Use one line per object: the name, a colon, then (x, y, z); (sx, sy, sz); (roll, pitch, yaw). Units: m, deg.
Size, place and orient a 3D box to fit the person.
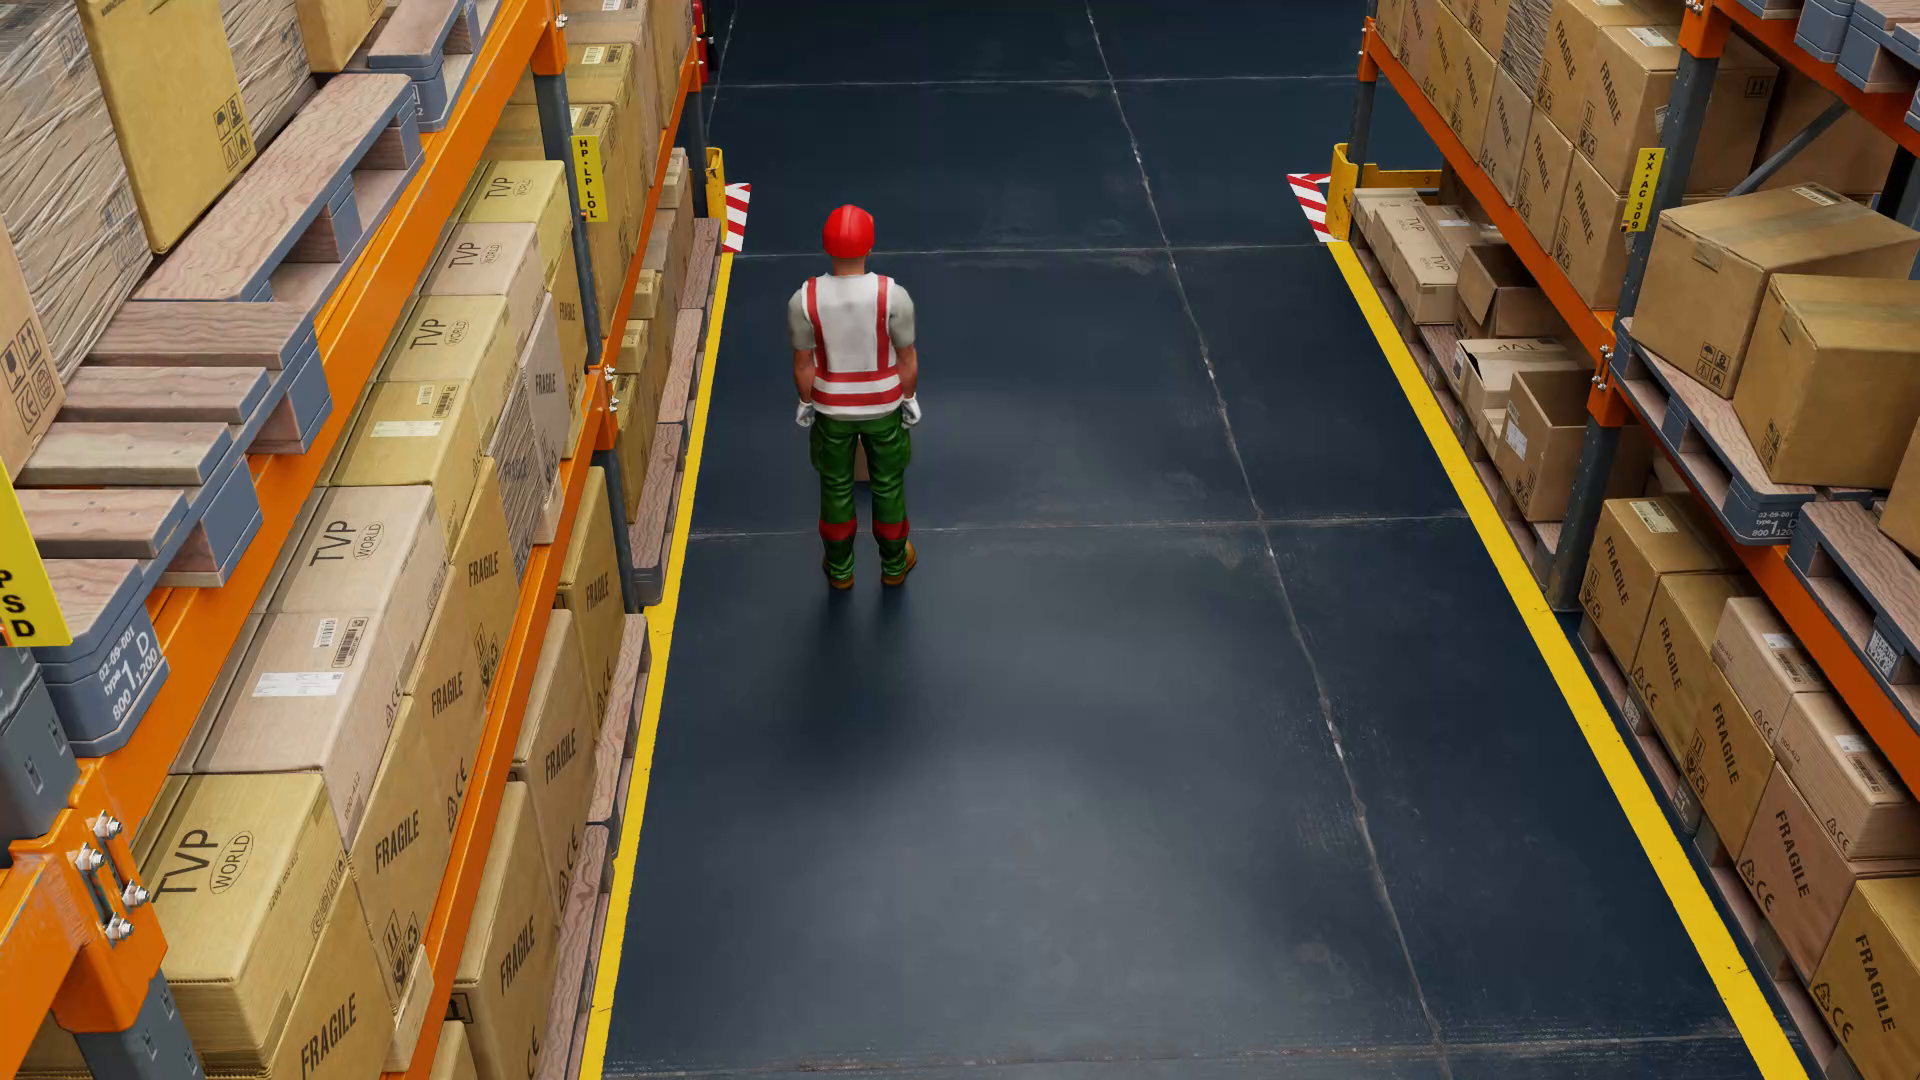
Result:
person: (-0.427, -0.578, 6.949); (0.528, 1.794, 0.386); (-1, 35, -2)
